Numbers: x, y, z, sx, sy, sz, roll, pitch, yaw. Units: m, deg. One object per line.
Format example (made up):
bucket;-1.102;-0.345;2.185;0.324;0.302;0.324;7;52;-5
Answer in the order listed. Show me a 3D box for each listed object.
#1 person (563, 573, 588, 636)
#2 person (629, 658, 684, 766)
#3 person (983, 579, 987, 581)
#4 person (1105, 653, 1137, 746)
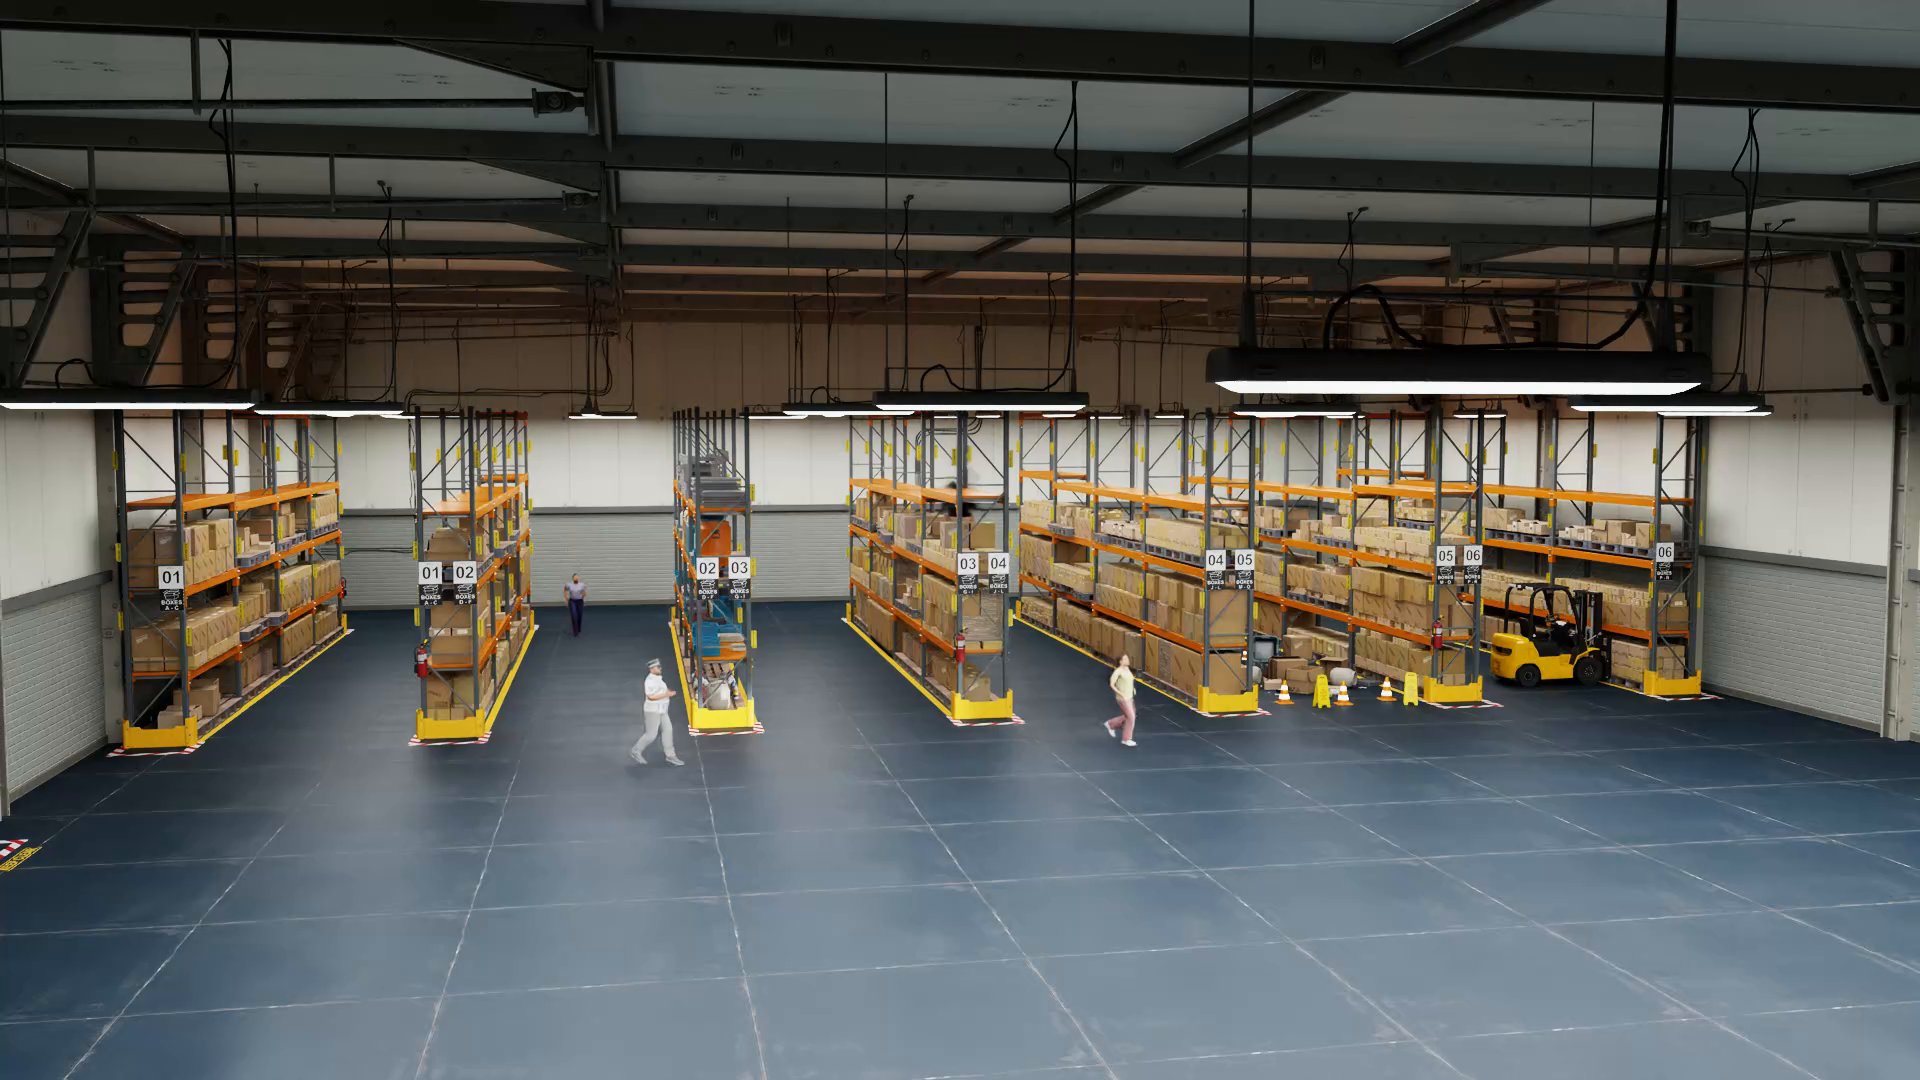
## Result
person;-10.310;1.717;44.662;0.619;1.654;0.861;-2;4;-23
person;-5.043;2.853;27.583;0.898;1.805;0.653;1;4;9
person;0.460;1.386;48.642;0.767;1.741;0.880;2;4;25
person;2.860;2.814;29.530;0.627;1.646;0.576;3;5;32
